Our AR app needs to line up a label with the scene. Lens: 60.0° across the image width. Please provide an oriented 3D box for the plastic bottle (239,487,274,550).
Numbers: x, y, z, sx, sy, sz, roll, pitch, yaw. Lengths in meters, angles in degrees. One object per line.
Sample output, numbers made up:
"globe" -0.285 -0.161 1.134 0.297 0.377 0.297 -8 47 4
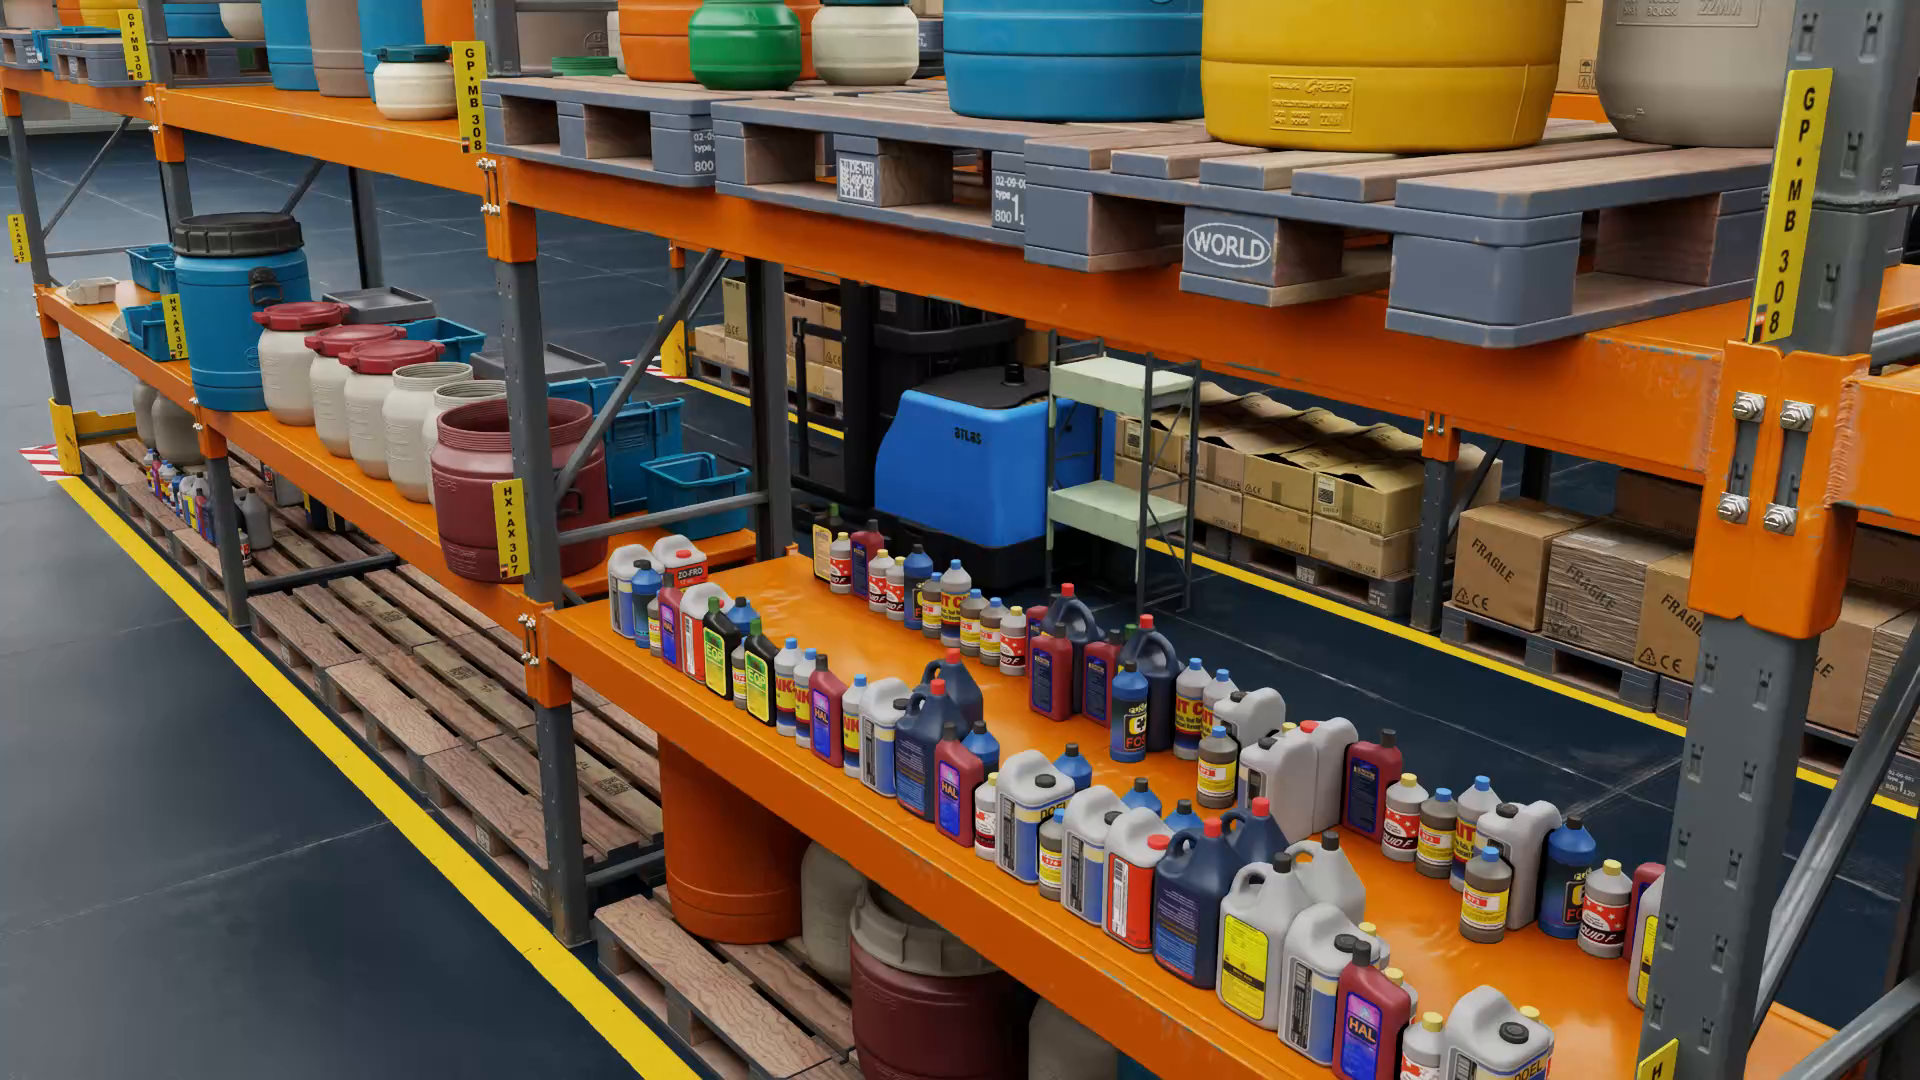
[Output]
"plastic bottle" -4.037 -0.136 9.515 0.144 0.351 0.185 -14 23 -36

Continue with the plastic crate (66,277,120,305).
"plastic crate" -5.705 -1.631 10.936 0.298 0.136 0.250 -14 23 -36

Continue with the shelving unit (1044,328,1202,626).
"shelving unit" 0.879 -0.382 9.124 0.431 1.500 0.755 -14 23 -37

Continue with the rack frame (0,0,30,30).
"rack frame" -6.008 -4.887 10.807 1.000 3.000 0.127 -14 23 -36

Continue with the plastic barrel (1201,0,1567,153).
"plastic barrel" 0.717 -0.980 2.812 0.600 0.588 0.600 0 18 0

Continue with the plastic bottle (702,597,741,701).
"plastic bottle" -0.691 0.313 4.831 0.061 0.283 0.133 -14 23 -36

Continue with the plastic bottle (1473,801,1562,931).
"plastic bottle" 1.227 0.698 3.681 0.152 0.276 0.135 -14 23 -36

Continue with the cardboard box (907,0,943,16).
"cardboard box" -0.080 -3.976 12.077 0.500 0.311 0.500 -16 24 -39

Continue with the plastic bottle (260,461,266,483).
"plastic bottle" -4.472 -0.503 10.732 0.061 0.283 0.133 -14 23 -36

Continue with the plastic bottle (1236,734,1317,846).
"plastic bottle" 0.760 0.589 4.008 0.152 0.276 0.135 -14 23 -36

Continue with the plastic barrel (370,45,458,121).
"plastic barrel" -2.013 -1.694 6.156 0.301 0.262 0.301 0 18 0

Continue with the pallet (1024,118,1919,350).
"pallet" 0.879 -0.591 2.904 1.213 0.211 1.003 -14 23 -36

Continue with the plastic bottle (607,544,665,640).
"plastic bottle" -1.026 0.160 5.304 0.152 0.276 0.135 -14 23 -36

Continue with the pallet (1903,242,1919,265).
"pallet" 6.199 -2.066 12.134 1.213 0.211 1.003 -14 23 -36

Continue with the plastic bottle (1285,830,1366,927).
"plastic bottle" 0.729 0.750 3.404 0.144 0.351 0.185 -14 23 -36

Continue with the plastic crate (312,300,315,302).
"plastic crate" -4.146 -1.343 9.983 0.450 0.188 0.662 -14 23 -36

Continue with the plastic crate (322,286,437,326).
"plastic crate" -2.984 -1.025 8.583 0.402 0.464 0.583 -14 23 -36

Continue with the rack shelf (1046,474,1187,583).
"rack shelf" 0.878 -0.073 9.227 0.431 0.370 0.720 -14 23 -37

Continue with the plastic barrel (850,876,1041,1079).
"plastic barrel" -0.022 1.273 4.915 0.600 0.588 0.708 -14 23 -36

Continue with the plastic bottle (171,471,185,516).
"plastic bottle" -4.726 -0.287 10.096 0.097 0.271 0.097 0 18 0

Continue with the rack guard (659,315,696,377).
"rack guard" -2.138 -1.825 15.077 1.175 0.500 0.348 -14 23 -36

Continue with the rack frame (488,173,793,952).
"rack frame" -1.041 -0.068 5.797 1.000 3.000 0.127 -14 23 -36

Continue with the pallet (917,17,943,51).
"pallet" -0.189 -3.607 11.852 1.003 0.211 1.213 -14 23 -36

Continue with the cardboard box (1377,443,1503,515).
"cardboard box" 2.749 -0.381 9.554 0.500 0.311 0.500 -13 22 -34

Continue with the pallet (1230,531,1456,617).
"pallet" 2.364 0.079 9.787 1.003 0.211 1.213 -14 23 -36

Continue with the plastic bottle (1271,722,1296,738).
"plastic bottle" 0.829 0.561 4.212 0.097 0.201 0.097 0 18 0

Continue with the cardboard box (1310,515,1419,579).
"cardboard box" 2.327 -0.010 9.327 0.500 0.250 0.500 -13 23 -35

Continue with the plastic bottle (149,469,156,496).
"plastic bottle" -5.062 -0.387 10.511 0.097 0.201 0.097 0 18 0

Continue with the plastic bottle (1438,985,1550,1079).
"plastic bottle" 0.945 0.942 2.942 0.152 0.276 0.135 -14 23 -36

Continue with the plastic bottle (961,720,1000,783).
"plastic bottle" 0.049 0.572 4.068 0.097 0.271 0.097 0 18 0

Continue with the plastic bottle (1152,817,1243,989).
"plastic bottle" 0.501 0.733 3.456 0.144 0.351 0.185 -14 23 -36

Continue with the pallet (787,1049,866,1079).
"pallet" 0.235 1.742 4.765 1.003 0.211 1.213 -14 23 -36

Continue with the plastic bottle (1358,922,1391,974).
"plastic bottle" 0.804 0.859 3.313 0.097 0.201 0.097 0 18 0

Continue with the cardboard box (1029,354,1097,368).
"cardboard box" 0.837 -1.136 11.836 0.500 0.311 0.500 -14 23 -36

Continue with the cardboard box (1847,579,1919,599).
"cardboard box" 4.261 0.384 7.707 0.500 0.500 0.500 -15 24 -38

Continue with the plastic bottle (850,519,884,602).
"plastic bottle" -0.312 0.060 5.594 0.061 0.283 0.133 -14 23 -36

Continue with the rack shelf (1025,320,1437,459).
"rack shelf" 1.603 -1.185 10.315 1.077 0.370 4.000 -14 23 -36

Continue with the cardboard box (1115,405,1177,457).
"cardboard box" 1.051 -0.778 10.754 0.500 0.311 0.500 -15 23 -38

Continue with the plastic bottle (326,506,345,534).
"plastic bottle" -3.684 -0.191 9.788 0.061 0.283 0.133 -14 23 -36

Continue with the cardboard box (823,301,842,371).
"cardboard box" -0.713 -1.589 12.903 0.500 0.500 0.500 -14 23 -36

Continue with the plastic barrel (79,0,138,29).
"plastic barrel" -5.201 -3.496 10.409 0.600 0.588 0.600 0 18 0

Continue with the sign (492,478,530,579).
"sign" -1.468 -0.037 5.441 0.100 0.325 0.005 -14 23 -36

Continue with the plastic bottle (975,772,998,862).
"plastic bottle" 0.084 0.650 3.944 0.097 0.201 0.097 0 18 0

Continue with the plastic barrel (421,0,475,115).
"plastic barrel" -1.787 -2.102 6.483 0.600 0.830 0.708 -14 23 -36

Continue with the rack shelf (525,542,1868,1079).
"rack shelf" 0.201 0.766 4.421 1.077 0.370 4.000 -14 23 -36

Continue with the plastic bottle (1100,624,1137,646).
"plastic bottle" 0.452 0.364 4.678 0.061 0.283 0.133 -14 23 -36

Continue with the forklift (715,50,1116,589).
"forklift" -0.434 -1.502 10.235 1.130 2.935 3.031 -16 24 -39

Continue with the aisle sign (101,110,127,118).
"aisle sign" -5.820 -3.349 11.570 0.394 0.787 0.004 -14 23 -36

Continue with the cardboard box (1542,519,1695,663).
"cardboard box" 3.233 0.240 8.144 0.500 0.500 0.500 -15 24 -38

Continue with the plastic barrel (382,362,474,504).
"plastic barrel" -2.108 -0.437 6.732 0.421 0.512 0.421 0 18 0

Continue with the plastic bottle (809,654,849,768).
"plastic bottle" -0.344 0.451 4.416 0.061 0.283 0.133 -14 23 -36

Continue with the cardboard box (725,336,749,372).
"cardboard box" -1.651 -1.601 14.133 0.500 0.250 0.500 -14 23 -36

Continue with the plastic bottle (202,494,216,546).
"plastic bottle" -4.269 -0.155 9.573 0.144 0.351 0.185 -15 24 -39
